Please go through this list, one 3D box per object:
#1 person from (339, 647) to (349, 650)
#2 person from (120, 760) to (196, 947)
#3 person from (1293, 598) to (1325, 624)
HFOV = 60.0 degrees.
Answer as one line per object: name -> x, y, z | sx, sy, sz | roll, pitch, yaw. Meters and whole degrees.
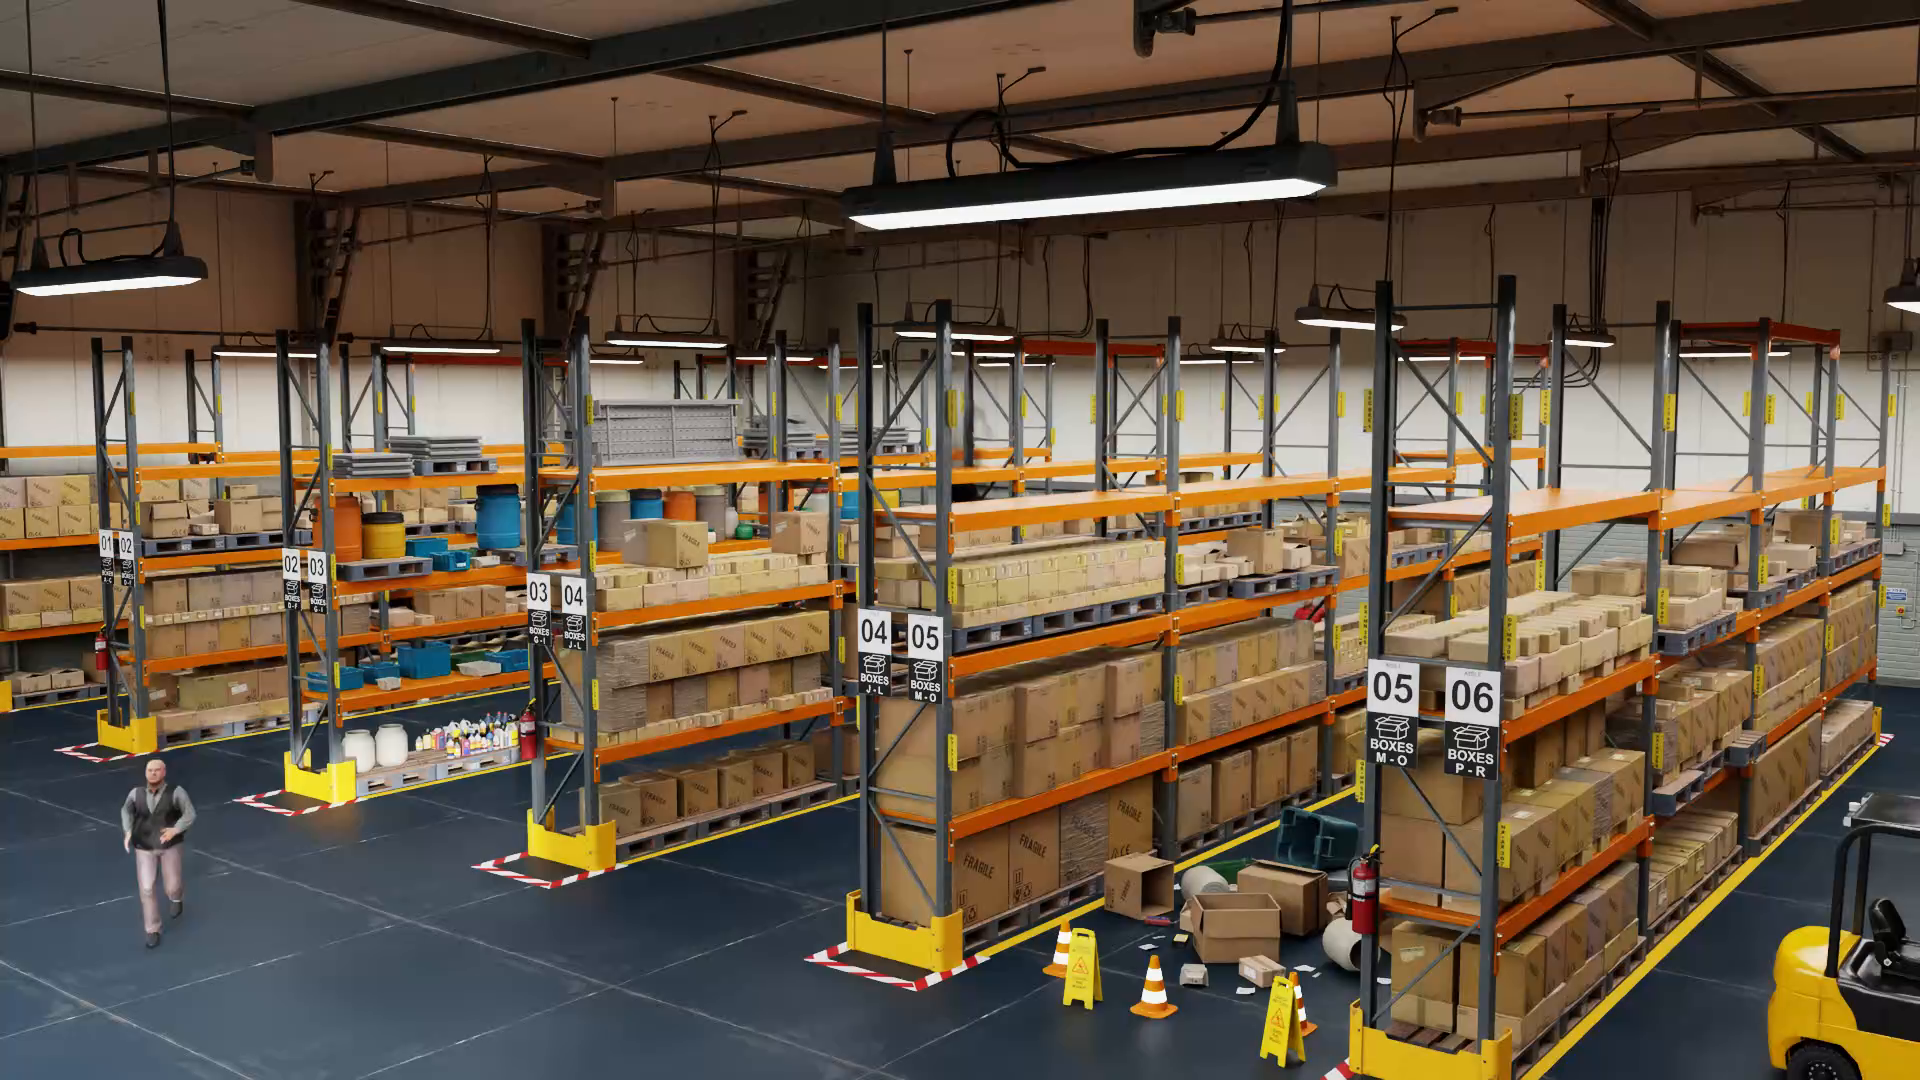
person -> -10.828, 1.816, 29.223 | 0.581, 1.643, 0.680 | 3, 6, 33
person -> -7.634, 2.928, 15.837 | 0.684, 1.699, 0.908 | -1, 5, -16
person -> 6.154, 1.791, 29.226 | 0.671, 1.707, 0.622 | 3, 6, 33
